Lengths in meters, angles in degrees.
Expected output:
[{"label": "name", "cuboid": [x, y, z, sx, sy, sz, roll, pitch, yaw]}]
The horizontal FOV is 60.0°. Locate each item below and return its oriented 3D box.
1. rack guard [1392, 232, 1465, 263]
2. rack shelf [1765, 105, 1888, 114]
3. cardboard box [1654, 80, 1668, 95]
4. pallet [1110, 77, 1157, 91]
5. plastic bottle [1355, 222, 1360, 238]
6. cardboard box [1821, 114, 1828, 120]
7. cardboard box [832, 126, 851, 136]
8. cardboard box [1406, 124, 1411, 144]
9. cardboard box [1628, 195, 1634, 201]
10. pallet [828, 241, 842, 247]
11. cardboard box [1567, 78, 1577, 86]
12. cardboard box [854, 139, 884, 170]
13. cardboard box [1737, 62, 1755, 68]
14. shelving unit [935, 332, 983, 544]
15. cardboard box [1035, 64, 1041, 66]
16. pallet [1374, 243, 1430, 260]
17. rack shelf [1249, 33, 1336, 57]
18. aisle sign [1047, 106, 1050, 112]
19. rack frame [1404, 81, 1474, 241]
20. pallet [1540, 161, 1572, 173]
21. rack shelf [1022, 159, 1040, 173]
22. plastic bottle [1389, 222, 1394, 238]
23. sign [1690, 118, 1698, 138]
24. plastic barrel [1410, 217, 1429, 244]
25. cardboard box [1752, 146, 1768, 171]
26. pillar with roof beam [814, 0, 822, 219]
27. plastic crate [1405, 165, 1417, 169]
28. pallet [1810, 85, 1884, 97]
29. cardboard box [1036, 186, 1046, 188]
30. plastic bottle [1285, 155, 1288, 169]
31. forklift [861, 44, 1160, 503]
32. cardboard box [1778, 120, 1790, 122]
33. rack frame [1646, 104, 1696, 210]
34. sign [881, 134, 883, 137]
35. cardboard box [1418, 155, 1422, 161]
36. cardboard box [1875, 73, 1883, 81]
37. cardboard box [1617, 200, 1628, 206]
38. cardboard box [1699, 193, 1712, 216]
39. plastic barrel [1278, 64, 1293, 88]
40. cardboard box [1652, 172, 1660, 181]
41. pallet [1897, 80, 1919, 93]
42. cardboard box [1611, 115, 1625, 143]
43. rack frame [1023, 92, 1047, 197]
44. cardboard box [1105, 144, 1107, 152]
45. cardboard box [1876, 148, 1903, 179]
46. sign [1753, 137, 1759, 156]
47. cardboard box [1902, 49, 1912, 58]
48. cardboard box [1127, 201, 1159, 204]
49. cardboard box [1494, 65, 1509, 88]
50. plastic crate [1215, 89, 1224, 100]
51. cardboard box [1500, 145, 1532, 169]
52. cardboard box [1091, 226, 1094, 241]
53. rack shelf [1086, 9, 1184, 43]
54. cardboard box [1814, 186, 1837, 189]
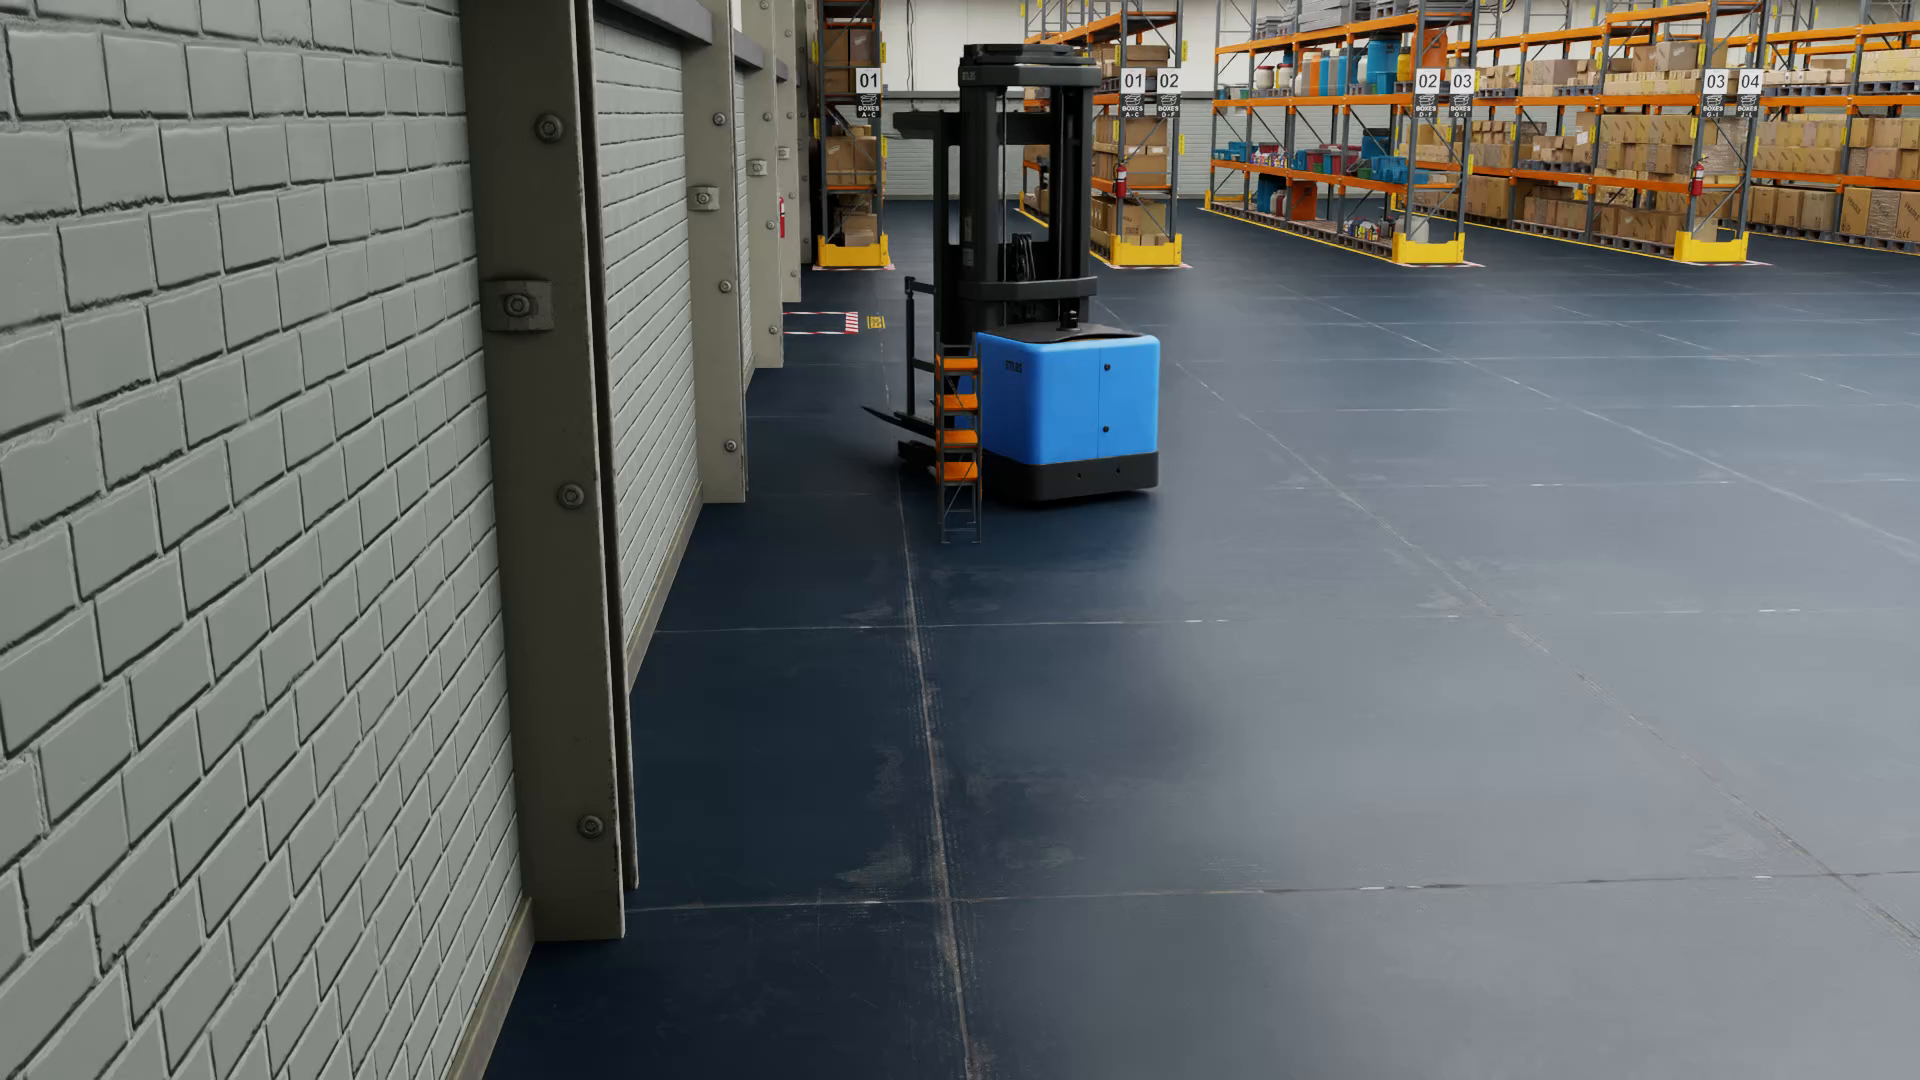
[{"label": "rack guard", "cuboid": [8.037, -5.024, 28.550, 1.175, 0.500, 0.348, -1, 14, -3]}, {"label": "rack shelf", "cuboid": [22.056, -11.032, 42.308, 1.077, 0.370, 4.000, -1, 14, -3]}, {"label": "cardboard box", "cuboid": [12.692, -8.041, 29.539, 0.500, 0.250, 0.500, -1, 14, -2]}, {"label": "pallet", "cuboid": [3.127, -7.727, 28.197, 1.003, 0.211, 1.213, -1, 14, -3]}, {"label": "plastic bottle", "cuboid": [7.457, -5.813, 31.169, 0.061, 0.283, 0.133, 0, 14, -1]}, {"label": "cardboard box", "cuboid": [21.844, -10.603, 41.706, 0.380, 0.149, 0.250, -1, 14, -4]}, {"label": "cardboard box", "cuboid": [-2.582, -8.727, 35.584, 0.500, 0.250, 0.500, 0, 14, -2]}, {"label": "cardboard box", "cuboid": [11.832, -10.459, 42.856, 0.500, 0.500, 0.500, -1, 14, -5]}, {"label": "cardboard box", "cuboid": [16.845, -8.503, 41.334, 0.380, 0.149, 0.250, -1, 14, -5]}, {"label": "pallet", "cuboid": [-1.891, -5.237, 29.958, 1.003, 0.211, 1.213, -1, 14, -3]}, {"label": "cardboard box", "cuboid": [12.569, -9.296, 33.741, 0.380, 0.166, 0.250, -1, 14, -5]}, {"label": "cardboard box", "cuboid": [-1.529, -6.487, 27.976, 0.500, 0.500, 0.500, -1, 14, -3]}, {"label": "cardboard box", "cuboid": [17.209, -10.303, 36.292, 0.396, 0.266, 0.258, -1, 14, -3]}, {"label": "shelving unit", "cuboid": [-0.010, -0.622, 10.037, 0.258, 1.200, 0.503, -1, 14, -3]}, {"label": "cardboard box", "cuboid": [2.224, -11.604, 40.880, 0.700, 0.500, 0.500, -1, 14, -3]}, {"label": "pallet", "cuboid": [7.992, -5.086, 29.372, 1.003, 0.211, 1.213, -1, 14, -3]}, {"label": "rack shelf", "cuboid": [7.469, -11.067, 37.226, 1.077, 0.370, 4.000, -1, 14, -3]}, {"label": "aisle sign", "cuboid": [2.455, -11.401, 43.101, 0.394, 0.787, 0.004, -1, 14, -3]}, {"label": "rack frame", "cuboid": [8.089, -6.217, 28.168, 1.000, 3.000, 0.127, -1, 14, -3]}, {"label": "pallet", "cuboid": [12.700, -7.698, 34.311, 1.003, 0.211, 1.213, -1, 14, -3]}, {"label": "rack shelf", "cuboid": [2.277, -9.274, 41.497, 1.077, 0.370, 4.000, -1, 14, -3]}, {"label": "plastic bottle", "cuboid": [8.100, -5.817, 31.184, 0.061, 0.283, 0.133, -1, 14, -3]}, {"label": "sign", "cuboid": [12.477, -7.003, 28.268, 0.100, 0.325, 0.005, -1, 14, -3]}, {"label": "plastic barrel", "cuboid": [7.972, -5.378, 29.057, 0.421, 0.512, 0.421, 0, 14, 0]}, {"label": "cardboard box", "cuboid": [17.286, -8.140, 35.444, 0.500, 0.500, 0.500, -1, 14, -4]}, {"label": "pillar with roof beam", "cuboid": [0.847, -12.181, 39.308, 9.100, 9.000, 0.400, -1, 14, -3]}, {"label": "plastic crate", "cuboid": [8.181, -6.868, 31.000, 0.499, 0.251, 0.616, -1, 14, -3]}, {"label": "pallet", "cuboid": [17.635, -8.927, 33.065, 0.805, 0.209, 1.217, -1, 15, -6]}, {"label": "cardboard box", "cuboid": [2.280, -8.597, 41.546, 0.797, 0.503, 0.637, -1, 14, -3]}, {"label": "plastic bottle", "cuboid": [7.142, -8.244, 36.281, 0.061, 0.283, 0.133, -1, 14, -3]}, {"label": "forklift", "cuboid": [0.204, -1.984, 11.857, 1.130, 2.935, 3.031, -7, 16, -27]}, {"label": "cardboard box", "cuboid": [21.716, -10.706, 43.408, 0.500, 0.500, 0.500, -1, 14, -5]}, {"label": "rack frame", "cuboid": [17.246, -9.329, 40.264, 1.000, 3.000, 0.127, -1, 14, -3]}, {"label": "sign", "cuboid": [-1.506, -7.488, 31.372, 0.100, 0.325, 0.005, -1, 14, -3]}, {"label": "cardboard box", "cuboid": [11.830, -9.675, 42.113, 0.380, 0.149, 0.250, -1, 14, -5]}, {"label": "cardboard box", "cuboid": [17.457, -8.700, 31.261, 0.380, 0.149, 0.250, -1, 14, -4]}, {"label": "cardboard box", "cuboid": [16.817, -8.501, 41.926, 0.380, 0.149, 0.250, -1, 14, -4]}, {"label": "cardboard box", "cuboid": [17.163, -7.616, 37.780, 0.500, 0.500, 0.500, 0, 14, -1]}, {"label": "plastic barrel", "cuboid": [7.333, -10.367, 37.162, 0.433, 0.535, 0.433, 0, 14, 0]}, {"label": "cardboard box", "cuboid": [12.715, -6.550, 29.967, 0.380, 0.149, 0.250, -1, 14, -3]}, {"label": "pallet", "cuboid": [17.854, -8.243, 30.201, 1.003, 0.211, 1.213, -1, 14, -3]}, {"label": "cardboard box", "cuboid": [12.591, -7.724, 31.224, 0.500, 0.500, 0.500, -1, 14, -3]}, {"label": "rack frame", "cuboid": [2.154, -10.120, 43.340, 1.000, 3.000, 0.127, -1, 14, -3]}, {"label": "cardboard box", "cuboid": [2.820, -7.043, 29.879, 0.380, 0.149, 0.250, -1, 14, -4]}, {"label": "cardboard box", "cuboid": [17.749, -7.048, 31.098, 0.875, 0.550, 0.550, -1, 14, -3]}, {"label": "sign", "cuboid": [13.574, -6.721, 28.390, 0.100, 0.325, 0.005, -1, 14, -3]}, {"label": "cardboard box", "cuboid": [17.505, -8.896, 30.423, 0.380, 0.149, 0.250, -1, 14, -4]}, {"label": "cardboard box", "cuboid": [3.257, -5.761, 29.569, 0.500, 0.500, 0.500, -1, 14, -3]}, {"label": "cardboard box", "cuboid": [12.286, -10.351, 37.174, 0.500, 0.500, 0.500, 0, 14, 0]}, {"label": "plastic crate", "cuboid": [6.843, -11.485, 42.887, 0.497, 0.269, 0.590, -1, 14, -3]}, {"label": "cardboard box", "cuboid": [12.259, -8.450, 36.648, 0.500, 0.500, 0.500, 0, 14, -2]}, {"label": "cardboard box", "cuboid": [2.675, -5.639, 30.598, 0.500, 0.250, 0.500, -1, 14, -3]}, {"label": "rack shelf", "cuboid": [3.021, -9.002, 29.200, 1.077, 0.370, 4.000, -1, 14, -3]}, {"label": "cardboard box", "cuboid": [22.192, -8.773, 42.405, 0.875, 0.438, 0.875, -1, 14, -5]}]
